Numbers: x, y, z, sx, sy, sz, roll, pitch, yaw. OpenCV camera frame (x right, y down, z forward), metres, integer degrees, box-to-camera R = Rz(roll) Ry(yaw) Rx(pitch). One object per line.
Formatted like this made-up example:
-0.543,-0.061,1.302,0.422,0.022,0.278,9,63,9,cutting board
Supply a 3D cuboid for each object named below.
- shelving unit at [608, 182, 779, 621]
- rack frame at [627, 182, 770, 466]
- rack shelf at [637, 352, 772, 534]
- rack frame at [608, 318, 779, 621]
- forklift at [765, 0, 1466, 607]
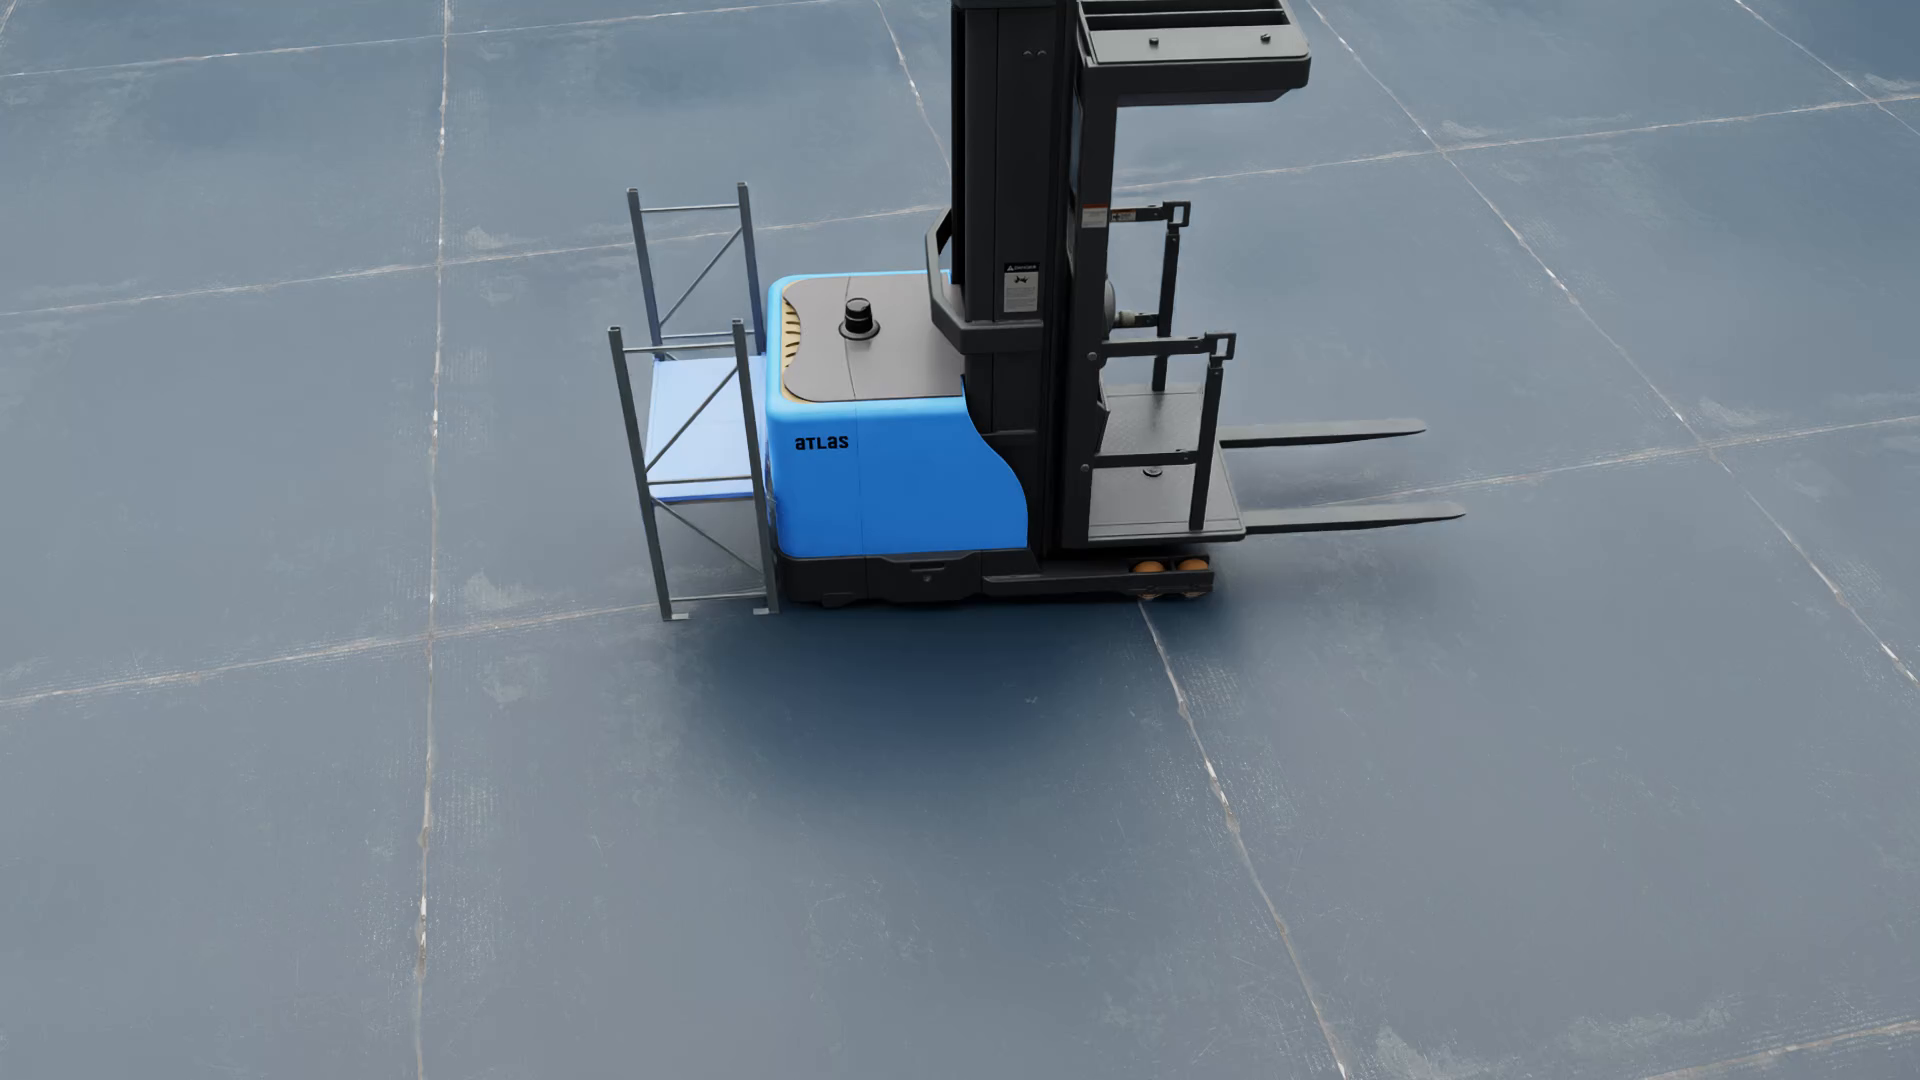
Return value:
-1.083,-0.574,7.042,0.538,1.500,1.048,-4,42,-3,shelving unit
-1.124,-0.911,7.421,0.500,1.500,0.032,-4,42,-3,rack frame
-1.080,-0.440,7.162,0.538,0.185,1.000,-4,42,-3,rack shelf
-1.042,-0.238,6.663,0.500,1.500,0.032,-4,42,-3,rack frame
0.699,-1.193,6.668,3.031,2.935,1.130,-3,42,-3,forklift
